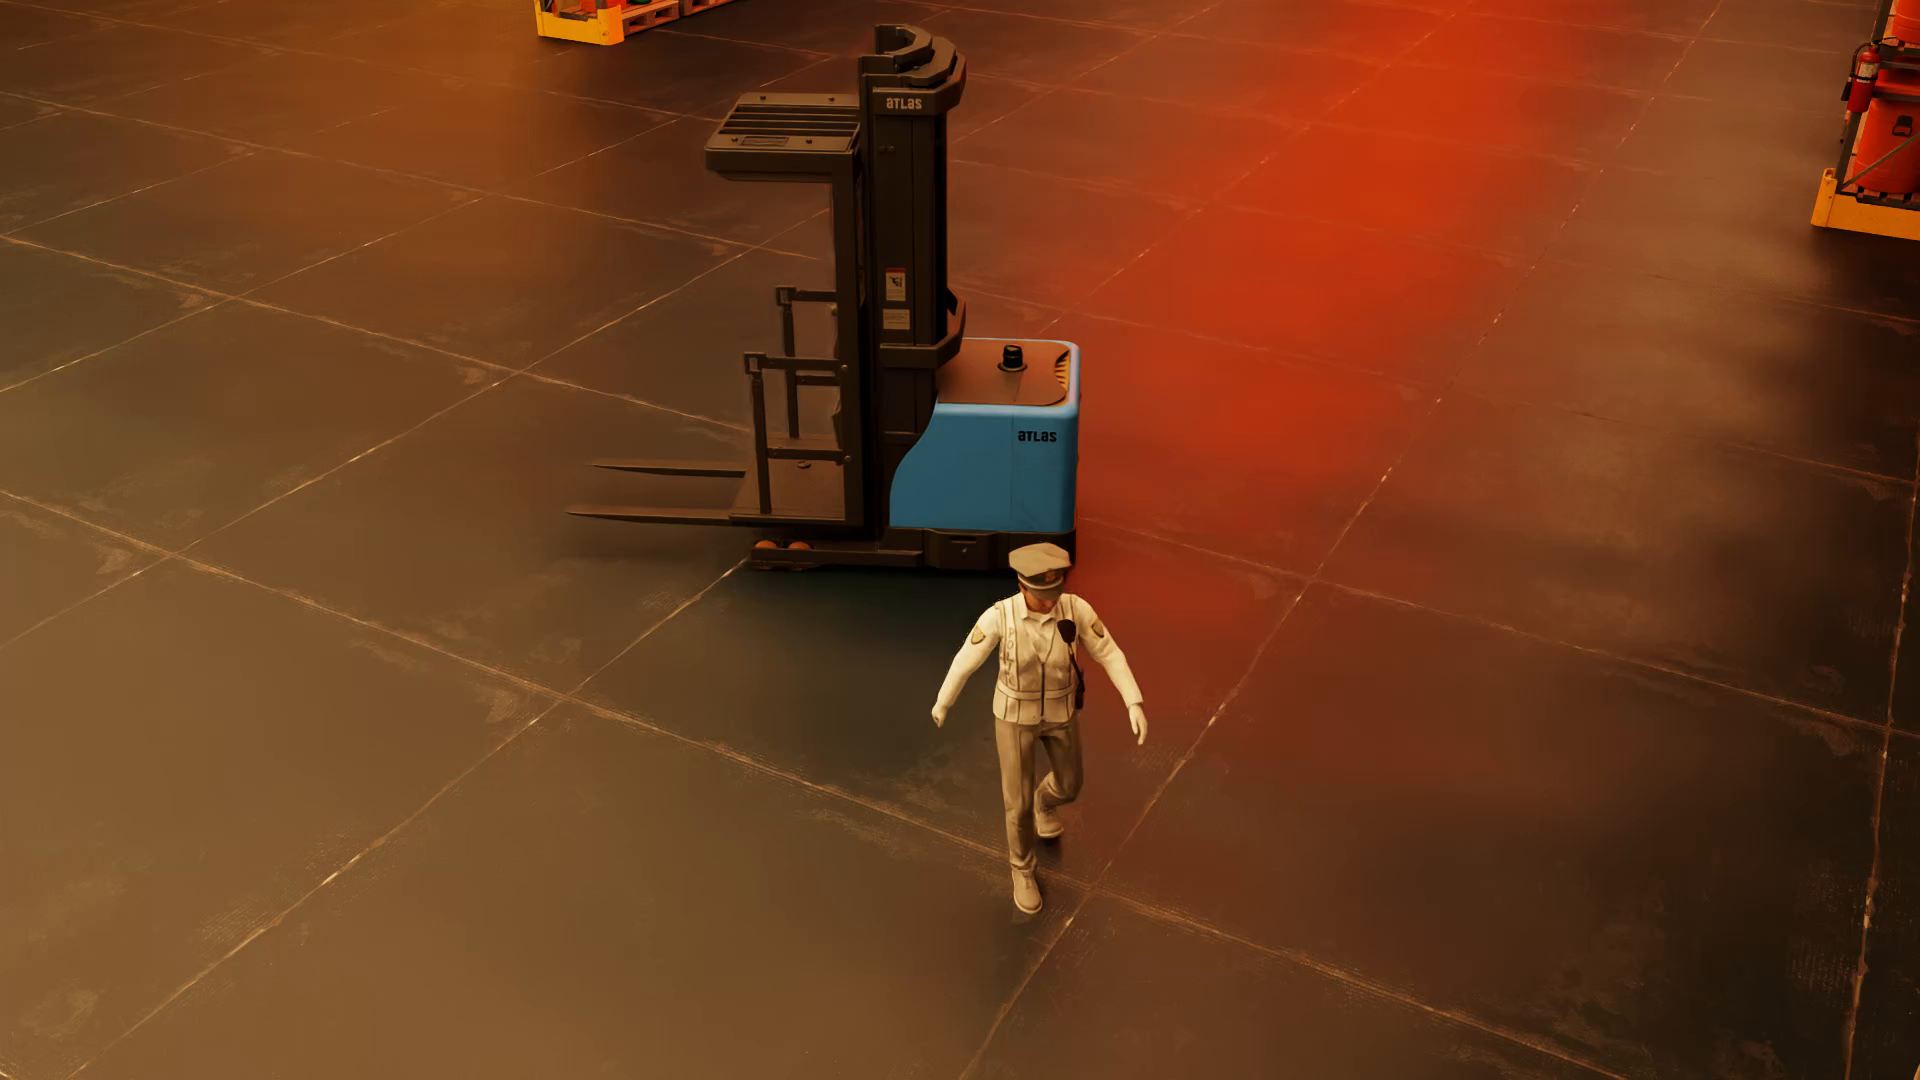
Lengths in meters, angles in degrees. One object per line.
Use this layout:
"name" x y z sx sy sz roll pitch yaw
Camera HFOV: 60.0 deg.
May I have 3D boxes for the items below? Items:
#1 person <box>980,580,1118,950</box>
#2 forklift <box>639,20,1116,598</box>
"person" 0.373 0.918 6.800 0.573 1.701 0.506 -2 30 -4
"forklift" -0.616 -1.487 9.648 3.031 2.935 1.130 17 34 27
